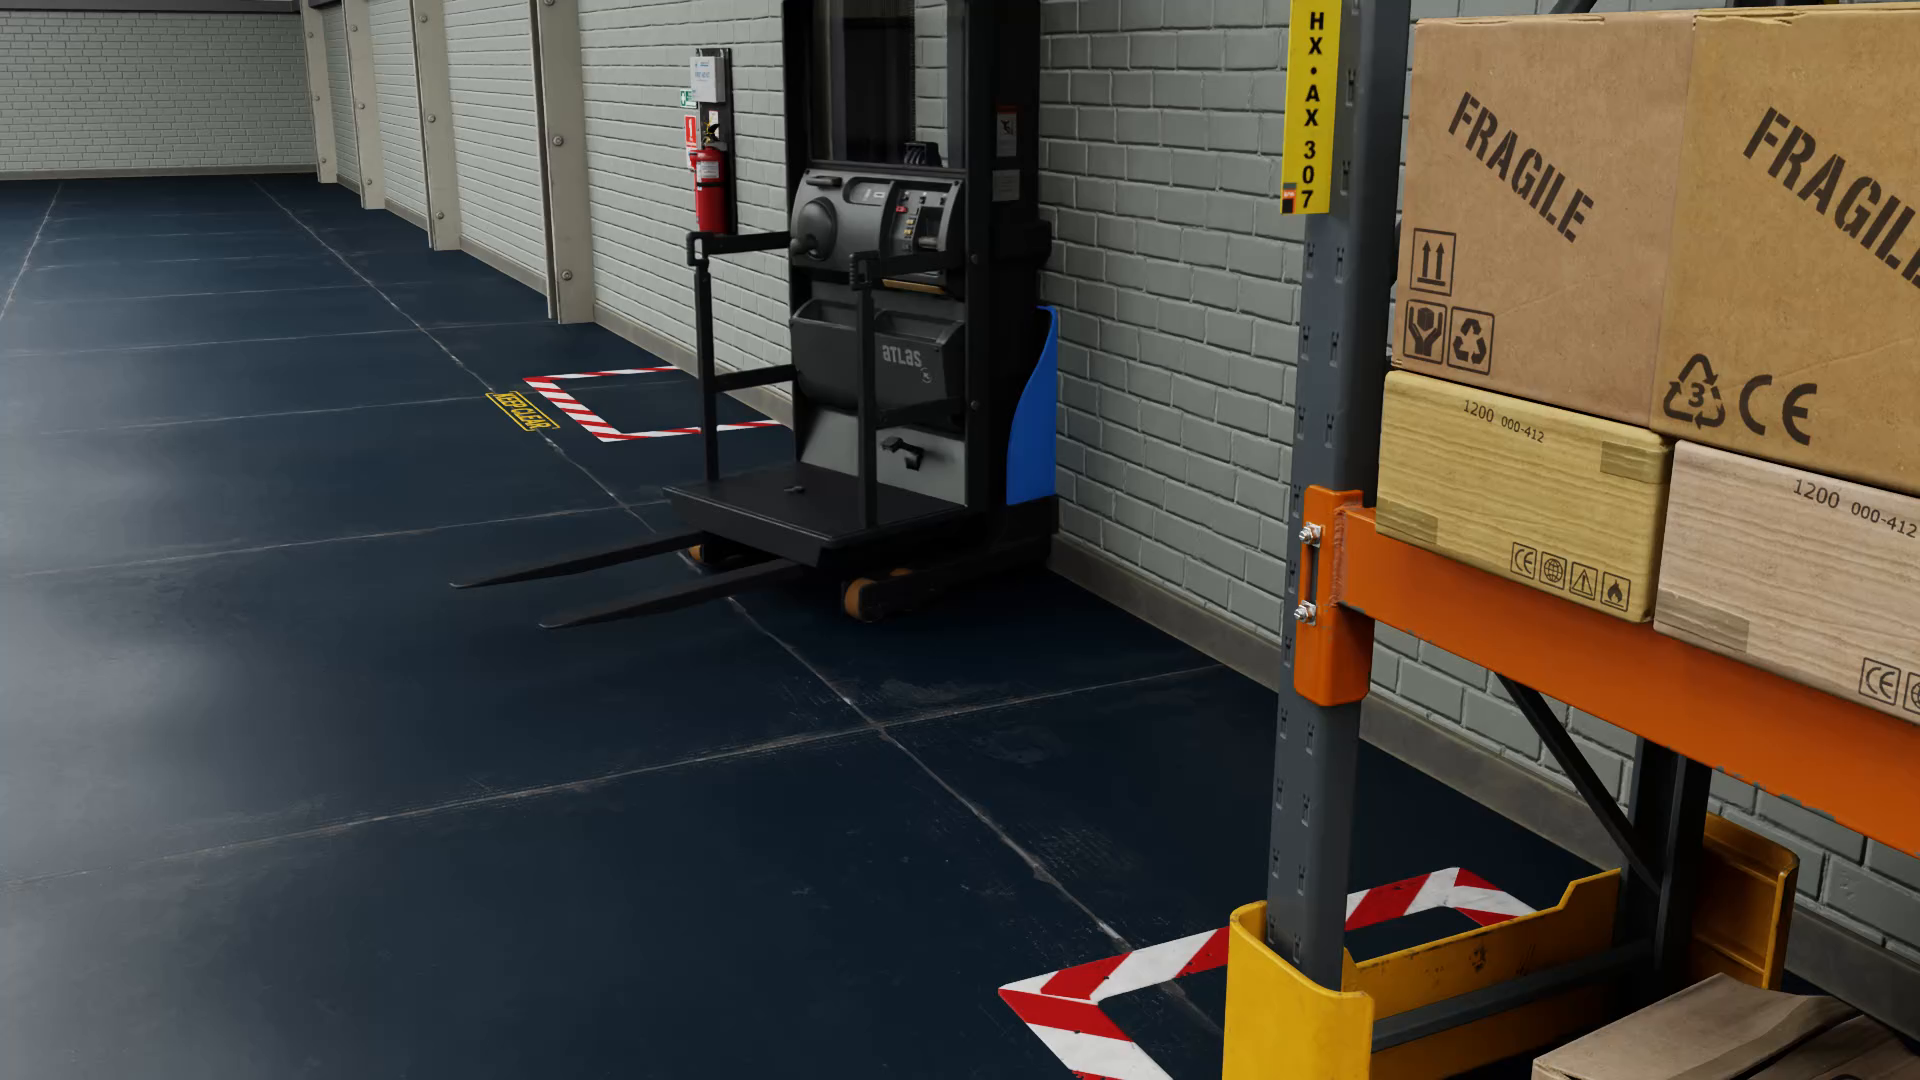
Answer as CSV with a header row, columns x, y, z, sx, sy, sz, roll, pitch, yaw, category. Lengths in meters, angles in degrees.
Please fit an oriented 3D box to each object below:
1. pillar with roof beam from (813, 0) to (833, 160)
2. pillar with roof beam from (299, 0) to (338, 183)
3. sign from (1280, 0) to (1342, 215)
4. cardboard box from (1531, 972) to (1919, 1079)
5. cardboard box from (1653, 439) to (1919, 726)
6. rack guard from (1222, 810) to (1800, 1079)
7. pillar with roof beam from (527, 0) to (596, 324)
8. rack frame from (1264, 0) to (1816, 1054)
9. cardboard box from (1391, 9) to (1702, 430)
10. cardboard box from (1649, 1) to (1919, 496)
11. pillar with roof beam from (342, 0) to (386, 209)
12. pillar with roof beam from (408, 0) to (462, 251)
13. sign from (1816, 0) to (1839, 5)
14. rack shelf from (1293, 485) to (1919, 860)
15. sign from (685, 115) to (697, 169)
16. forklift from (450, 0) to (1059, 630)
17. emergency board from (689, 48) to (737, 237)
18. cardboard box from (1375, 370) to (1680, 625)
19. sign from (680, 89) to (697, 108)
x,y,z,sx,sy,sz,roll,pitch,yaw,category
-4.377,-4.106,5.244,9.100,9.000,0.400,-8,18,-25,pillar with roof beam
-14.892,-10.057,25.981,9.100,9.000,0.400,-8,18,-25,pillar with roof beam
0.549,-0.674,2.592,0.100,0.325,0.005,-8,18,-25,sign
1.259,0.940,2.615,0.500,0.311,0.500,-10,19,-31,cardboard box
1.206,0.025,1.960,0.500,0.250,0.500,-8,18,-27,cardboard box
1.070,0.897,3.219,1.175,0.500,0.348,-8,18,-25,rack guard
-7.006,-5.593,10.428,9.100,9.000,0.400,-8,18,-25,pillar with roof beam
1.037,-0.324,2.940,1.000,3.000,0.127,-8,18,-25,rack frame
0.976,-0.467,2.316,0.500,0.500,0.500,-8,18,-25,cardboard box
1.183,-0.343,1.884,0.500,0.500,0.500,-8,18,-25,cardboard box
-12.263,-8.569,20.797,9.100,9.000,0.400,-8,18,-25,pillar with roof beam
-9.634,-7.081,15.612,9.100,9.000,0.400,-8,18,-25,pillar with roof beam
1.545,-1.094,2.953,0.100,0.325,0.005,-8,18,-25,sign
1.913,0.518,1.311,1.077,0.370,4.000,-8,18,-25,rack shelf
-1.705,-2.526,10.551,0.001,0.329,0.234,-8,18,-25,sign
-0.487,-1.261,6.331,3.031,2.935,1.130,-15,22,-42,forklift
-1.556,-2.360,10.035,0.194,1.169,0.643,-8,18,-25,emergency board
0.965,-0.102,2.403,0.500,0.250,0.500,-8,18,-27,cardboard box
-1.711,-2.779,10.471,0.001,0.109,0.331,-8,18,-25,sign
